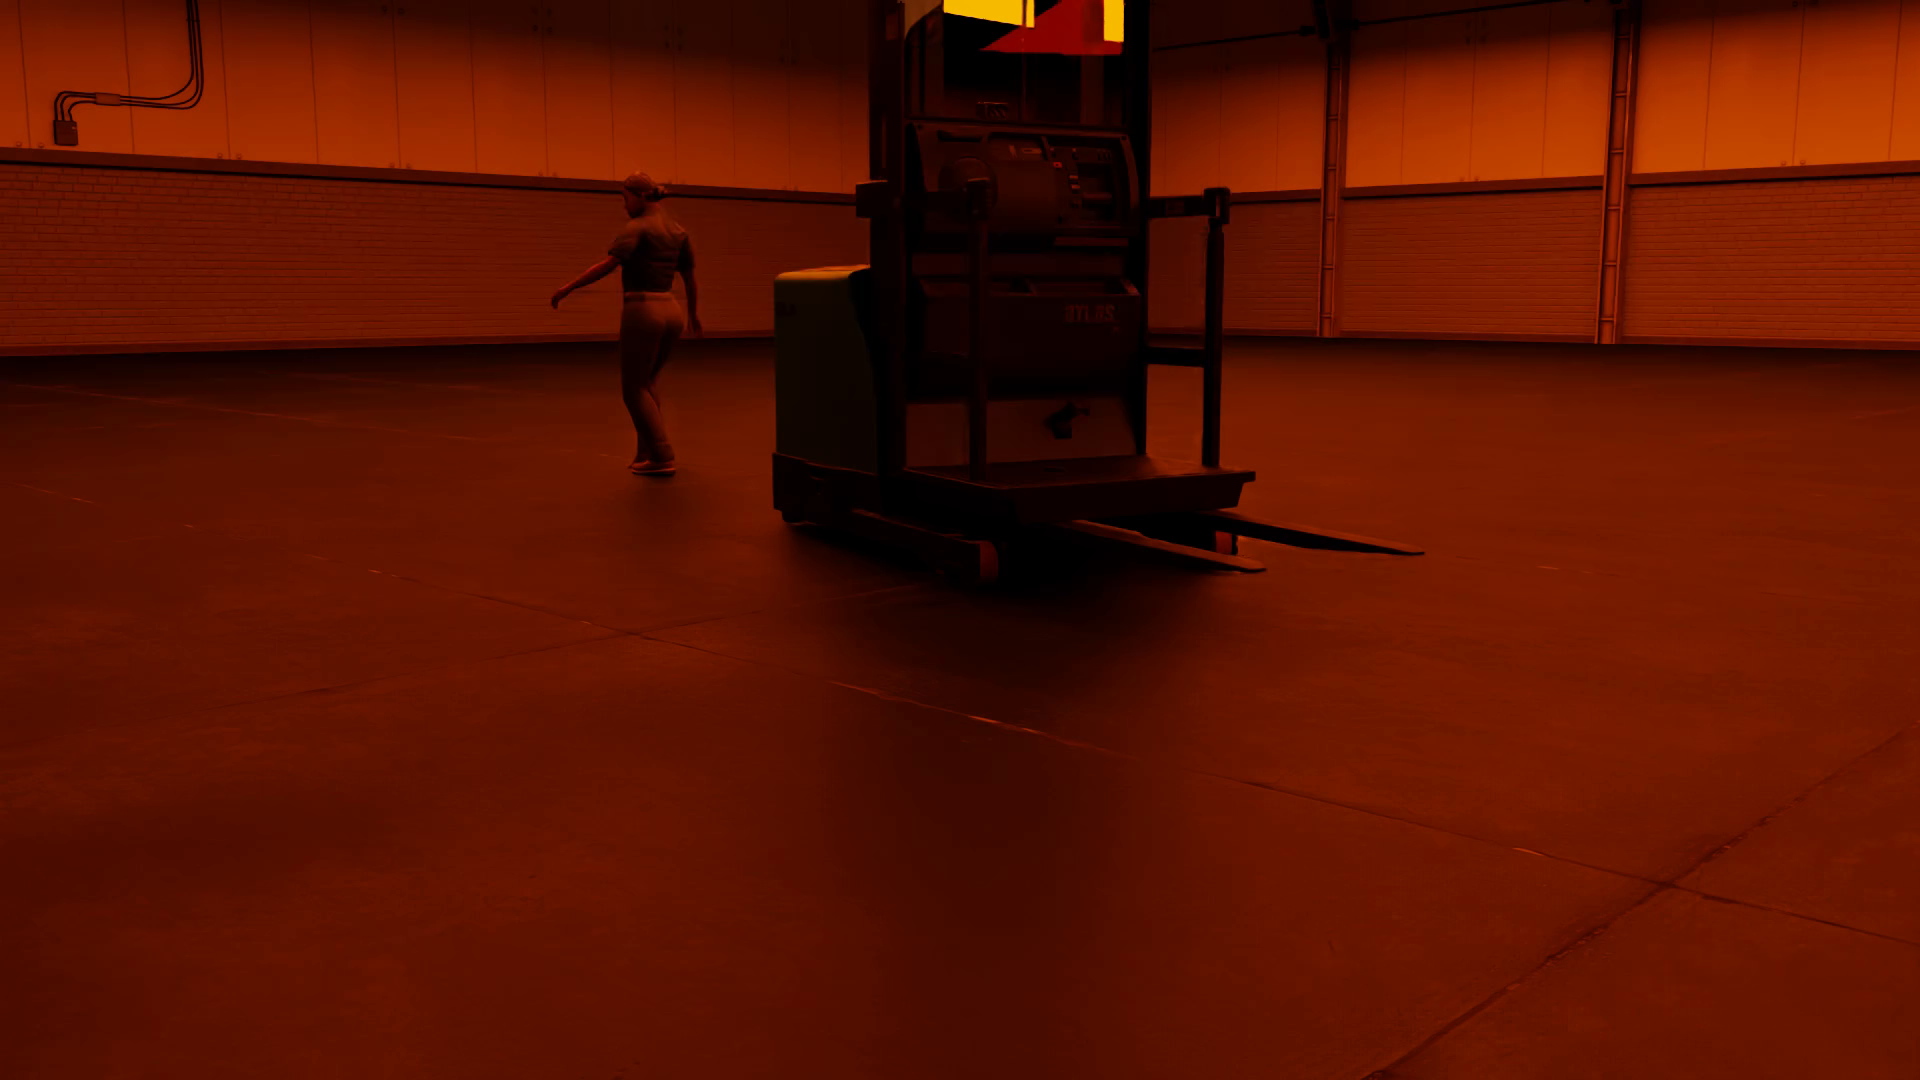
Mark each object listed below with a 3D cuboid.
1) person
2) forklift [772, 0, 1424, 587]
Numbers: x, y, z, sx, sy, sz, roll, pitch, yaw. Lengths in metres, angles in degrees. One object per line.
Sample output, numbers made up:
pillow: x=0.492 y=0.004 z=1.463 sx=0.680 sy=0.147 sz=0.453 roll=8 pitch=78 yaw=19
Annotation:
person: x=-1.754 y=-1.157 z=9.122 sx=0.546 sy=1.687 sz=0.899 roll=5 pitch=10 yaw=32
forklift: x=0.359 y=-1.365 z=5.937 sx=1.130 sy=2.935 sz=3.031 roll=-5 pitch=10 yaw=-29
